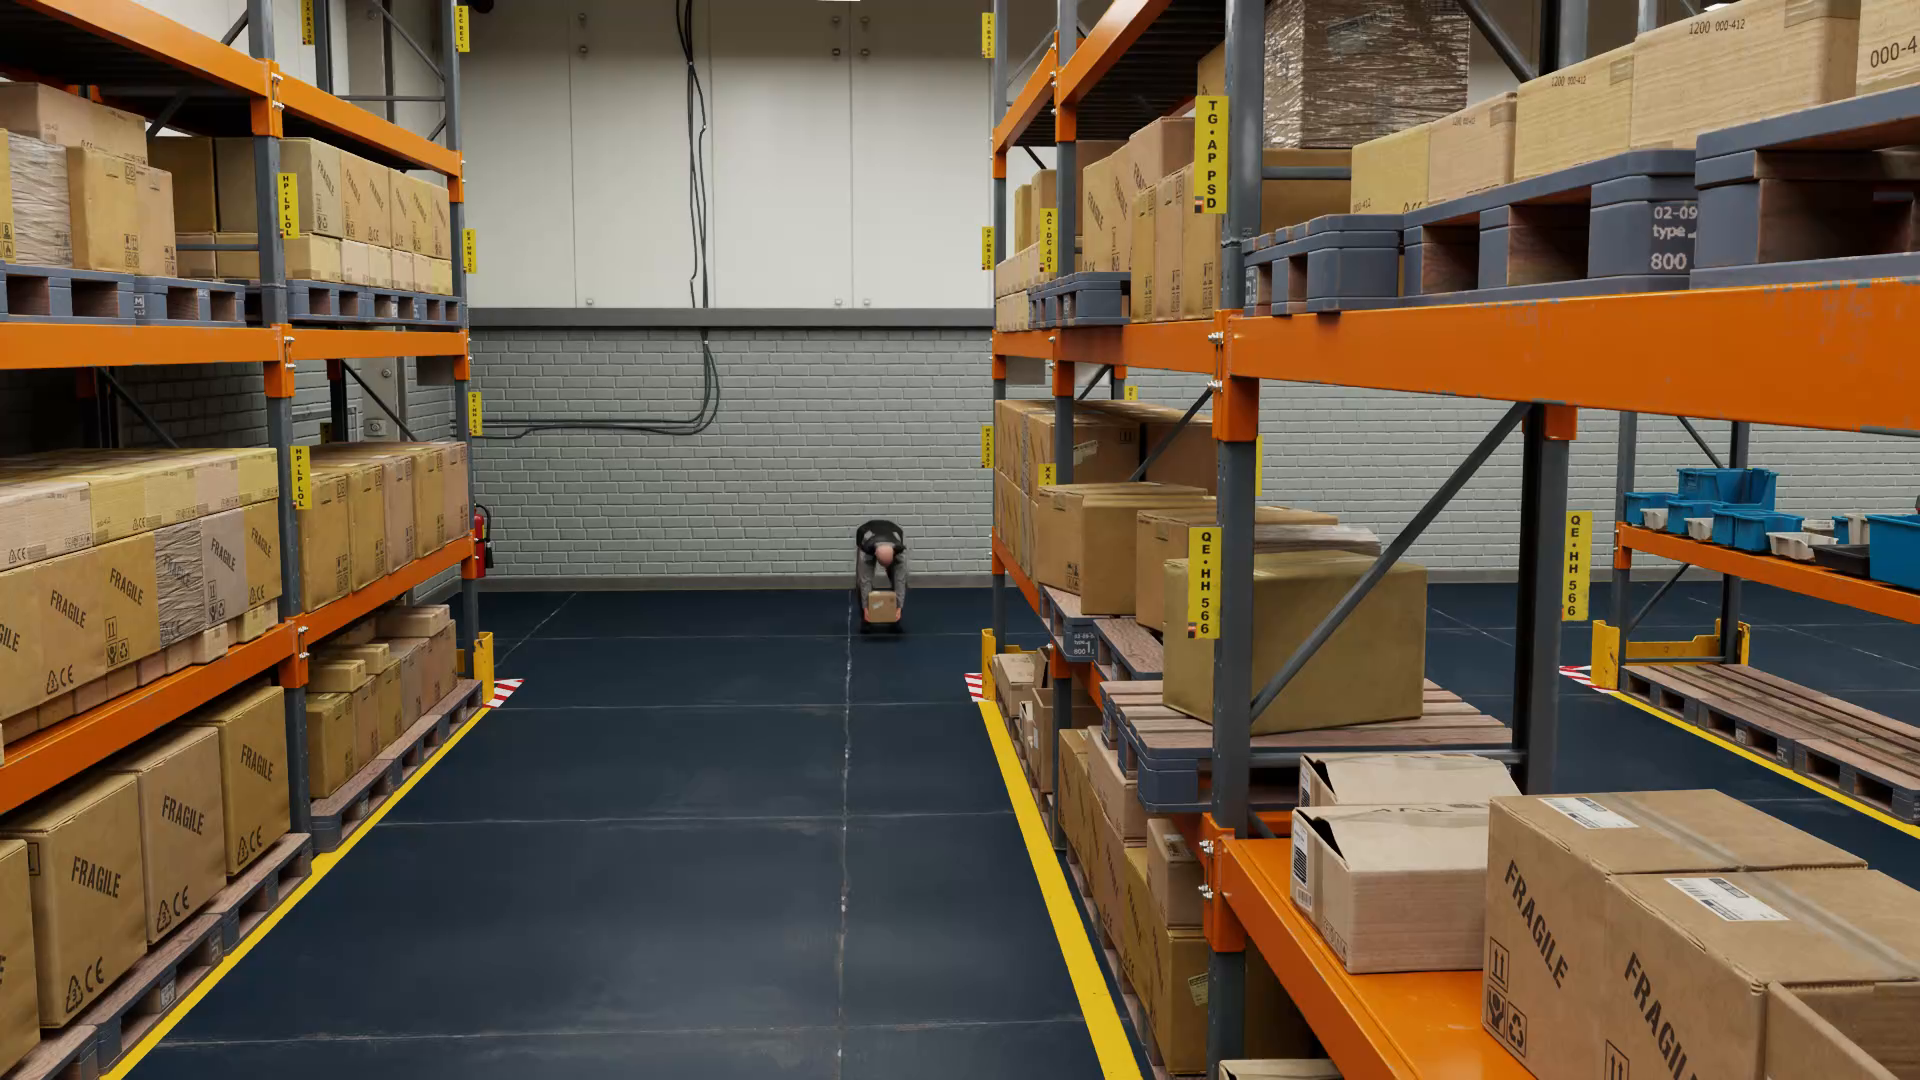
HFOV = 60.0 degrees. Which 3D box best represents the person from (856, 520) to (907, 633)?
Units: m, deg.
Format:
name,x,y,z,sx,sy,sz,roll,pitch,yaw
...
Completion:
name,x,y,z,sx,sy,sz,roll,pitch,yaw
person,-0.728,0.364,15.565,0.488,1.065,0.958,-1,7,-6
